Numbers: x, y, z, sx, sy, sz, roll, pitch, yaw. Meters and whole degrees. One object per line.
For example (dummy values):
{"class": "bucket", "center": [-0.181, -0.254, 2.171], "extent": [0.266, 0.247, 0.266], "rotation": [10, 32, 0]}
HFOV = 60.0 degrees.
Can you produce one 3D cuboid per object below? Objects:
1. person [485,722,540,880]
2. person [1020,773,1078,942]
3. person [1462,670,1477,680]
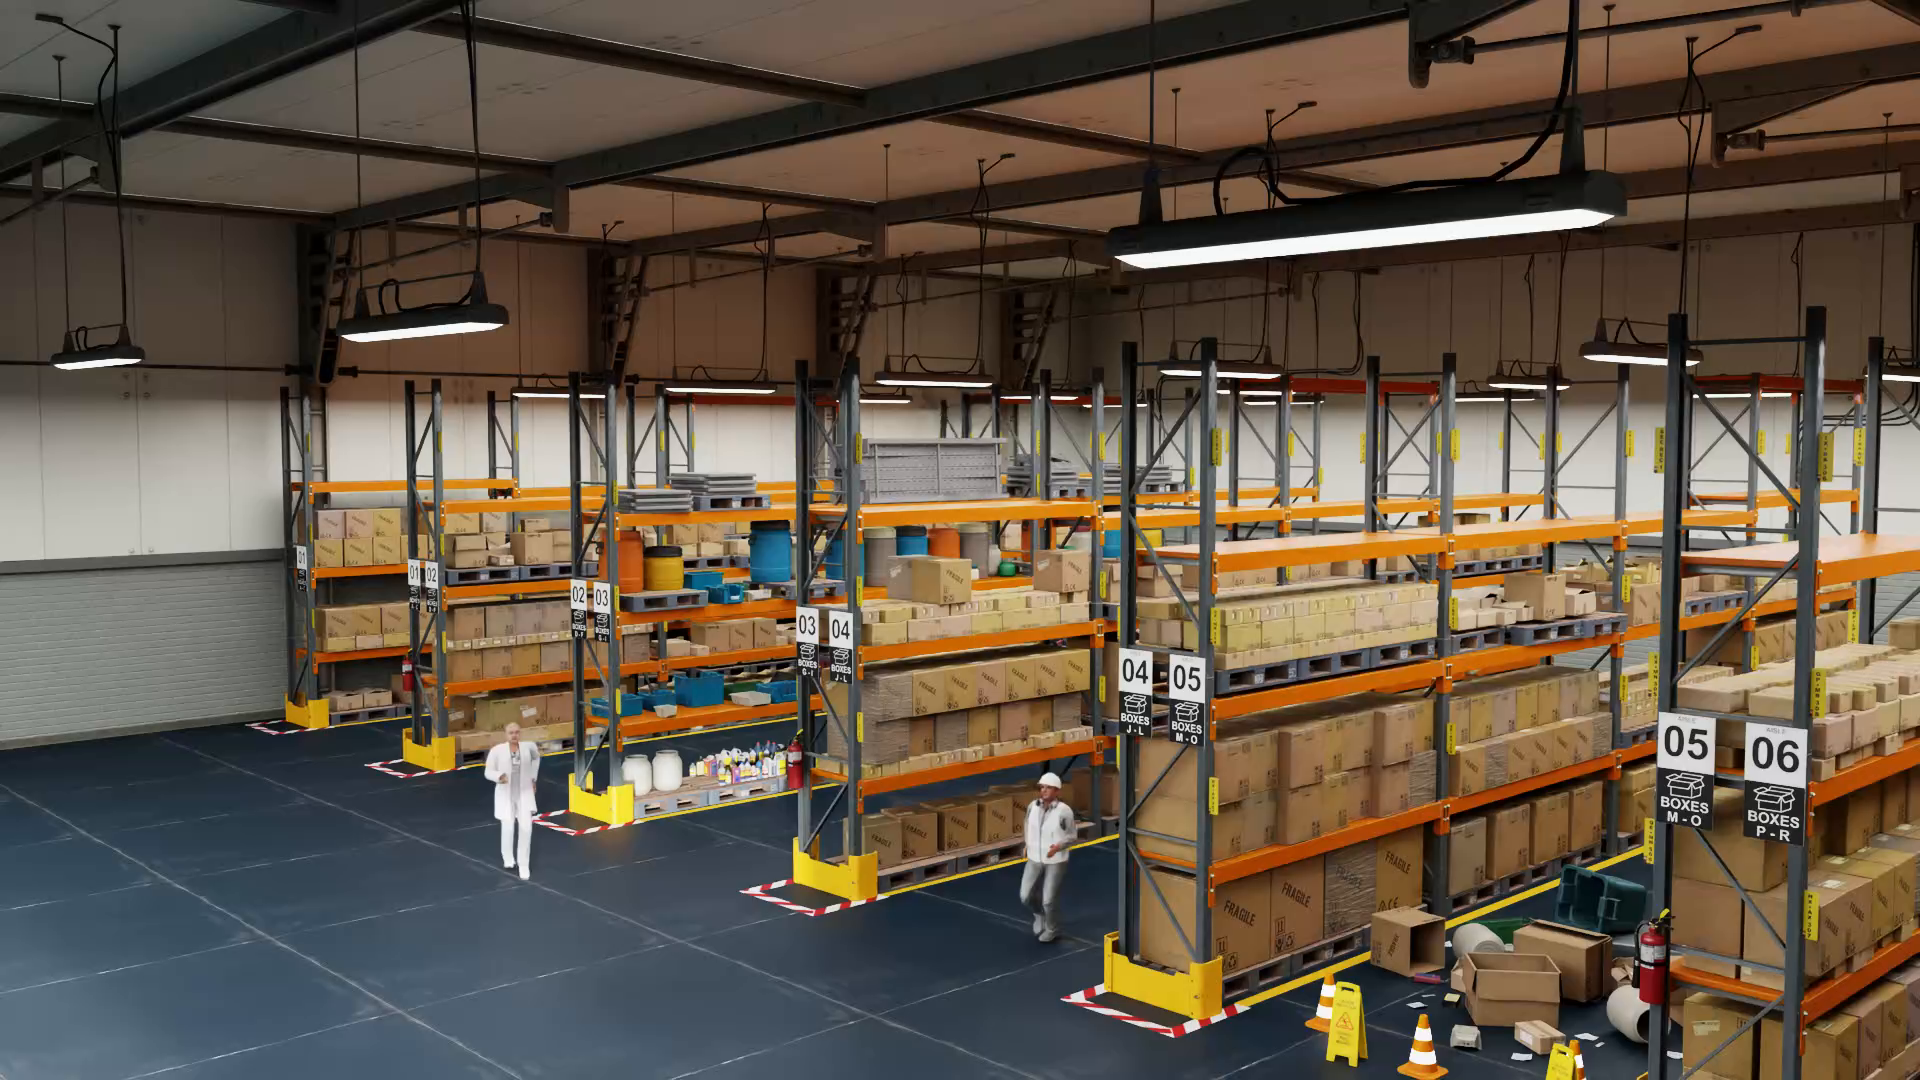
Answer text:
{"class": "person", "center": [-5.234, 3.042, 19.500], "extent": [0.645, 1.836, 0.904], "rotation": [-1, 4, -18]}
{"class": "person", "center": [0.853, 3.218, 16.794], "extent": [0.638, 1.728, 0.561], "rotation": [2, 4, 27]}
{"class": "person", "center": [7.648, 2.729, 24.906], "extent": [0.602, 1.680, 0.934], "rotation": [4, 5, 44]}
